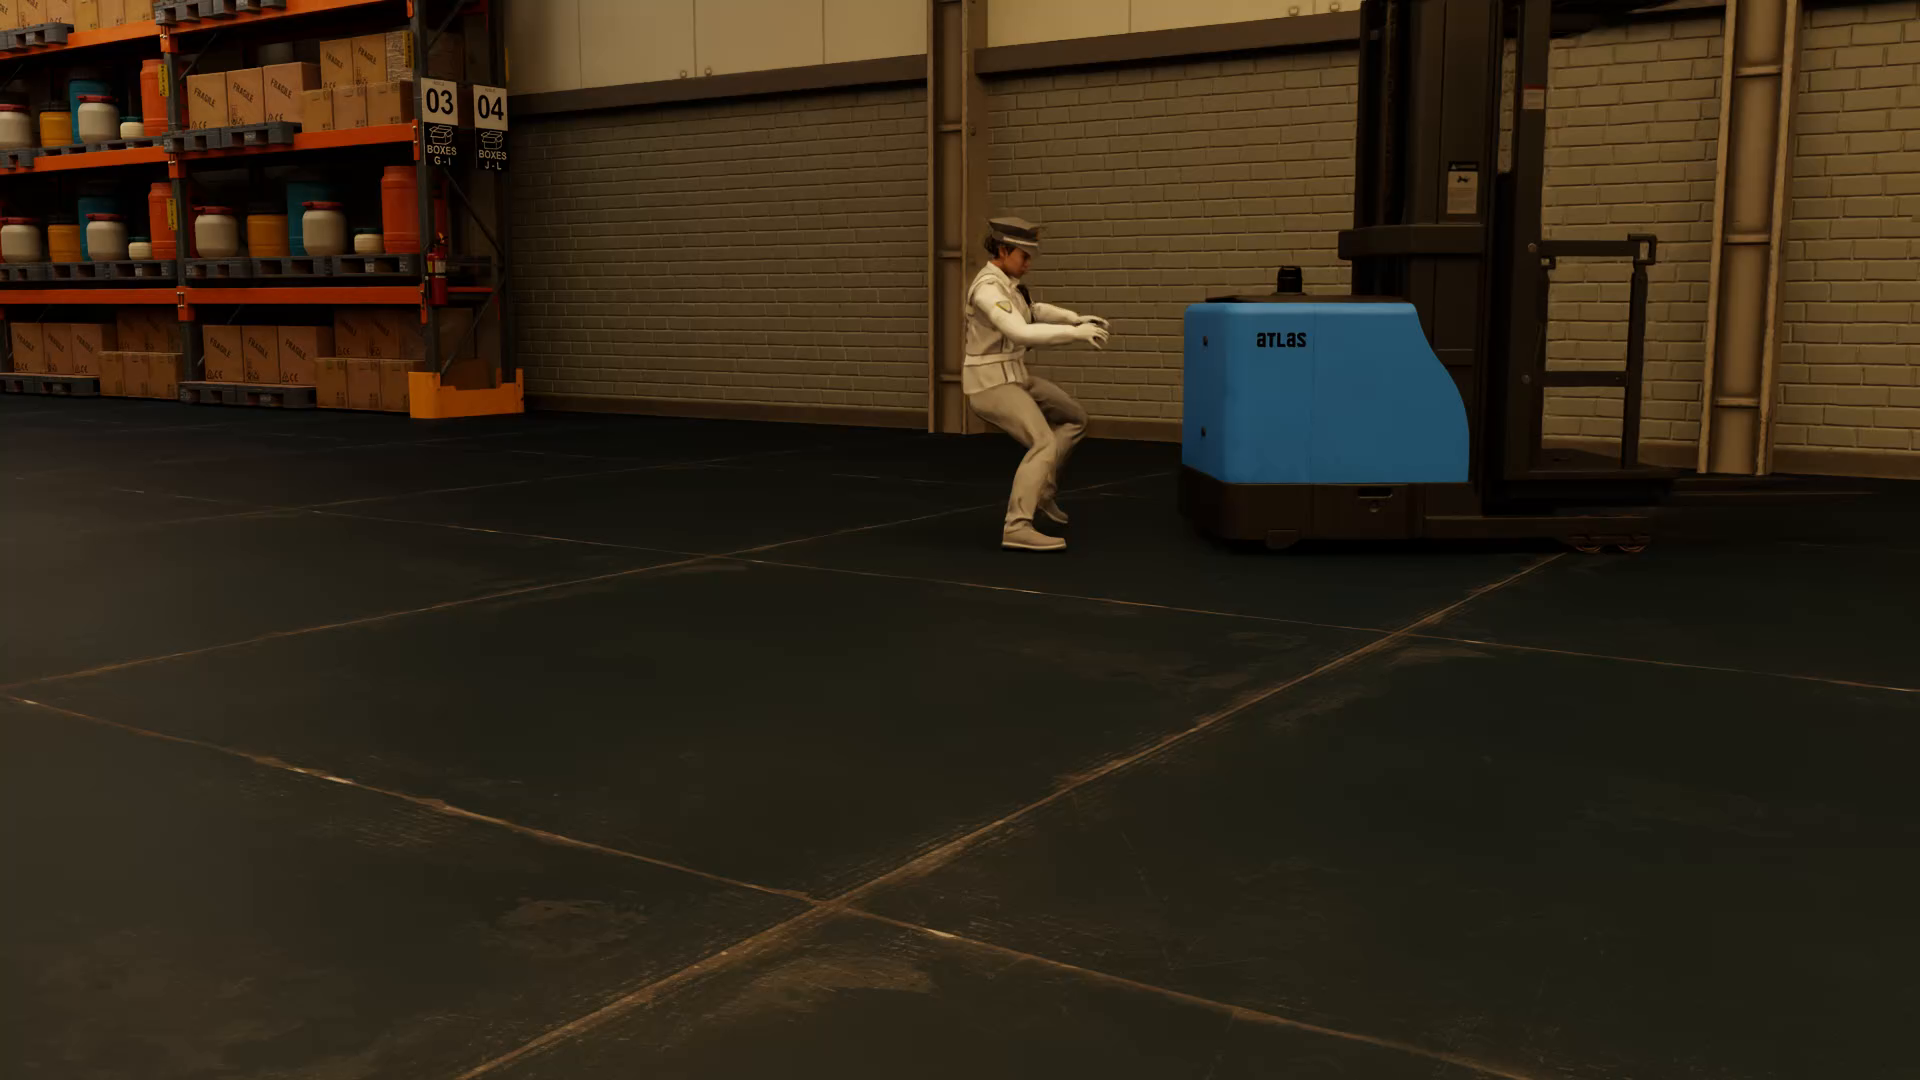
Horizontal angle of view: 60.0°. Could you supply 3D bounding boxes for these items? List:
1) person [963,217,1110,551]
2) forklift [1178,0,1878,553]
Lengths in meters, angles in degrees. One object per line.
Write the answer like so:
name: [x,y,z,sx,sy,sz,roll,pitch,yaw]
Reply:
person: [0.365,-0.734,7.597,0.707,1.454,0.945,2,8,17]
forklift: [2.595,-1.467,7.512,3.031,2.935,1.130,-1,8,-4]
